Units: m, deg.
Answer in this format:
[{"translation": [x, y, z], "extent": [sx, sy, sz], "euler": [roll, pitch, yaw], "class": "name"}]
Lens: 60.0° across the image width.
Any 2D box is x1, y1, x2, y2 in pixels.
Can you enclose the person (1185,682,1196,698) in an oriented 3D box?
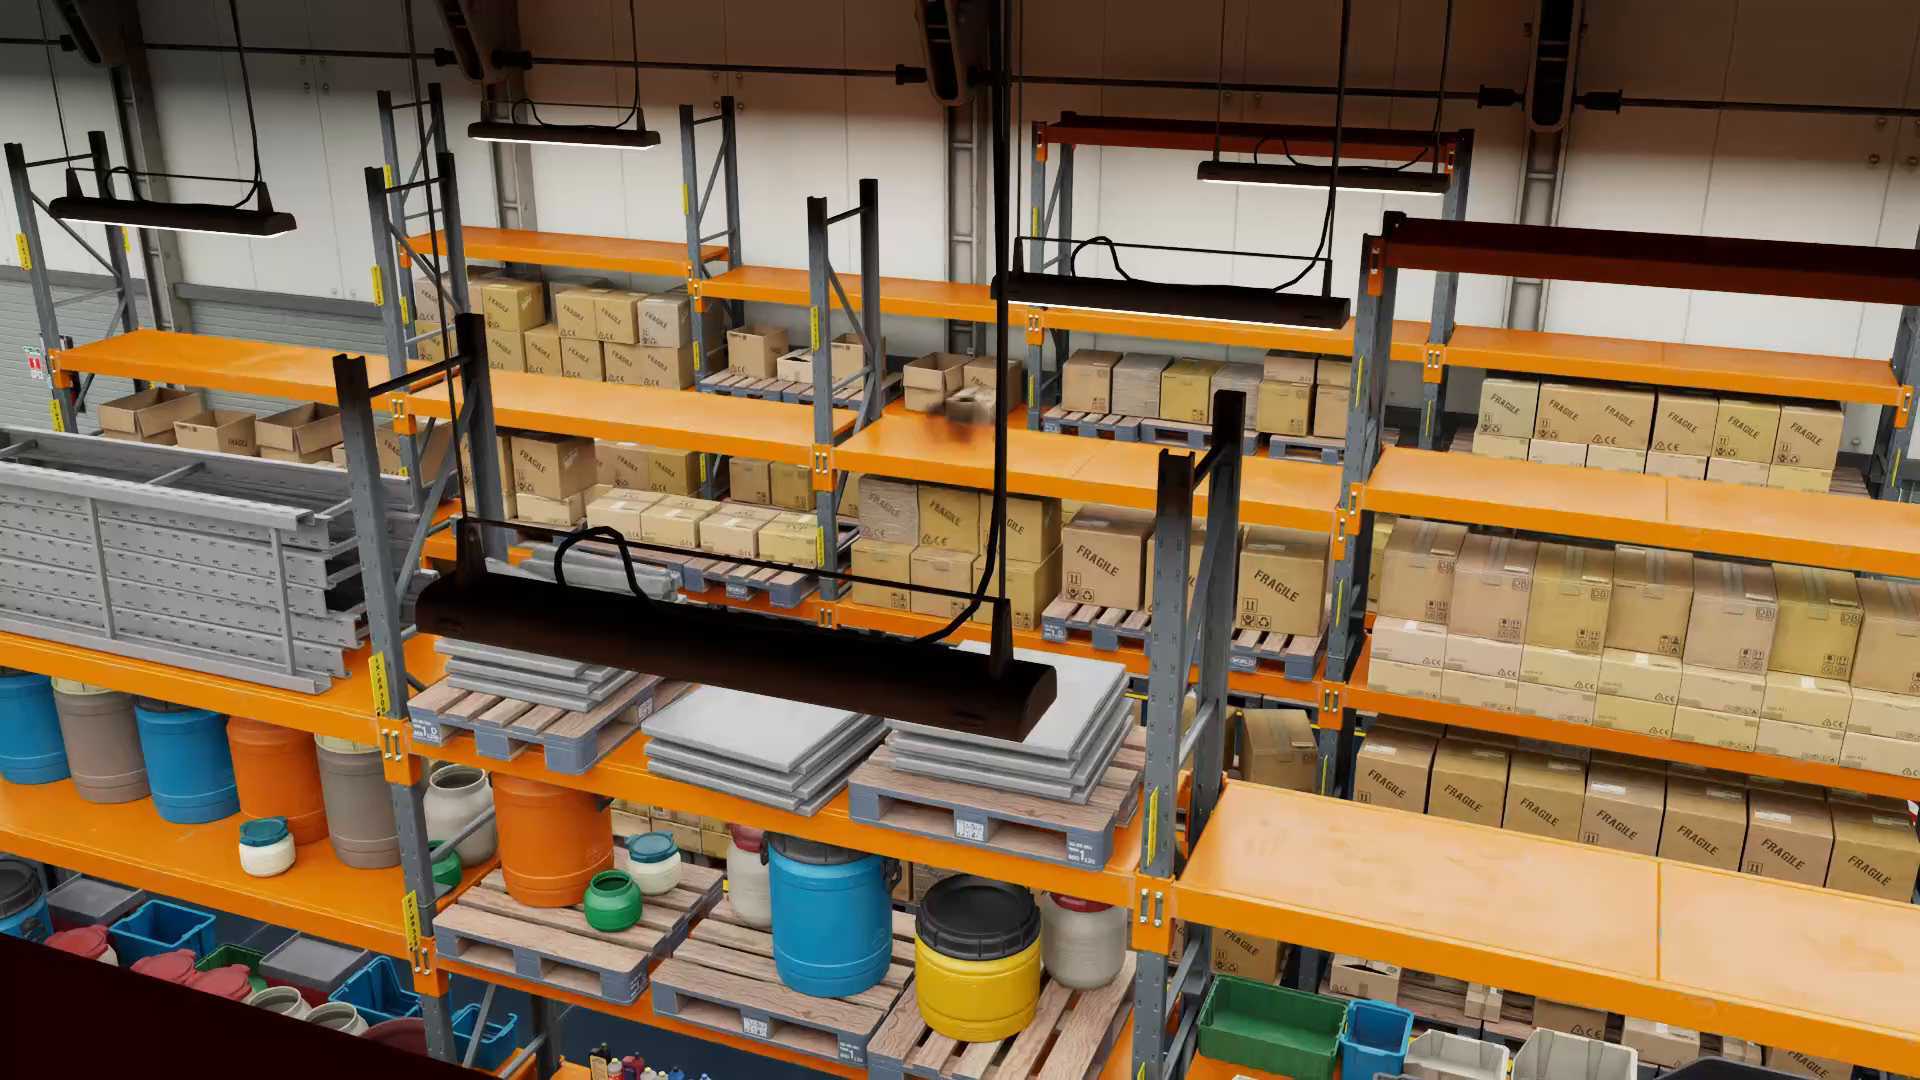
[{"translation": [1.907, 1.881, 15.108], "extent": [0.940, 1.751, 0.647], "euler": [8, 22, 21], "class": "person"}]
